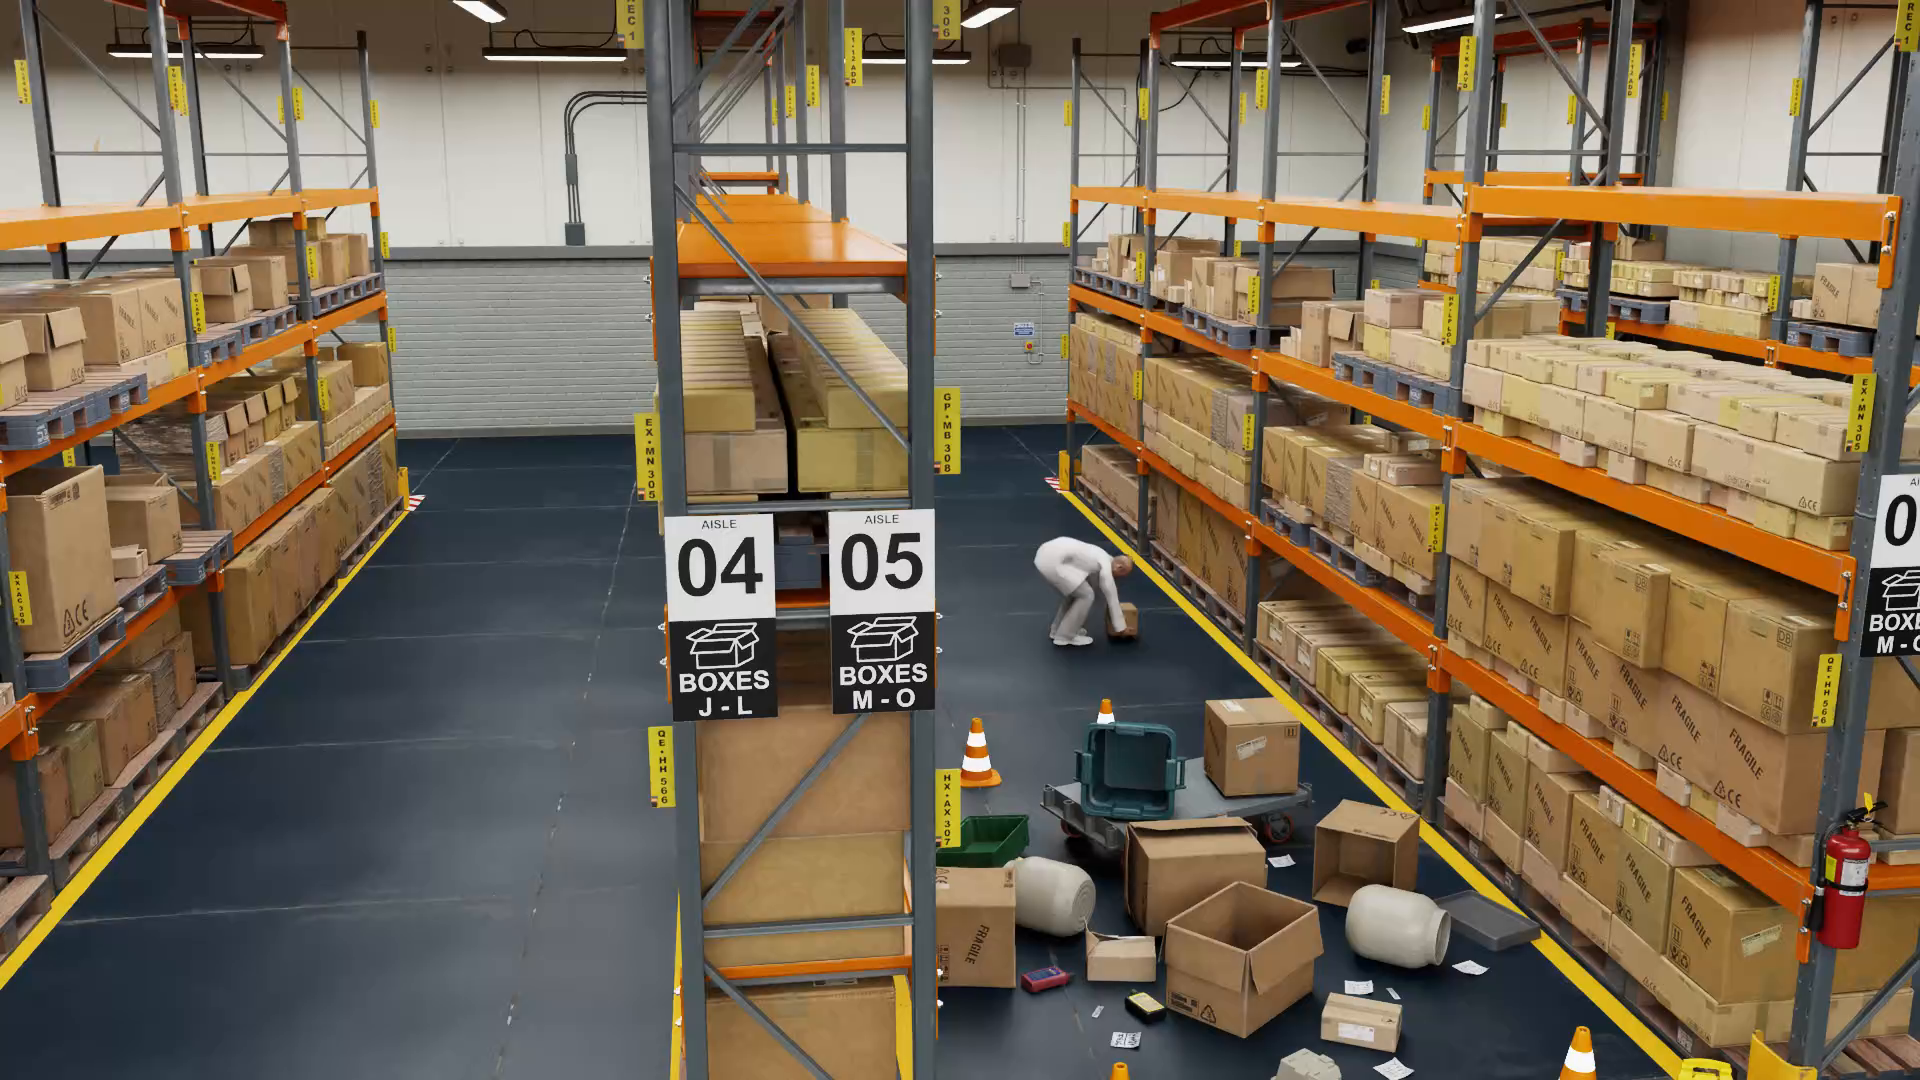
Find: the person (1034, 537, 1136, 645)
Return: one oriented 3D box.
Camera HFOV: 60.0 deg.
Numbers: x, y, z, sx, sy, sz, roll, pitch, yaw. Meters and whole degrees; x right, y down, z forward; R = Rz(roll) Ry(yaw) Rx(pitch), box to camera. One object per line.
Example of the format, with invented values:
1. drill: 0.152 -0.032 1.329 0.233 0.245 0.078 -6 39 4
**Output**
1. person: 1.178 0.463 15.709 0.960 1.008 0.578 -3 13 -11
